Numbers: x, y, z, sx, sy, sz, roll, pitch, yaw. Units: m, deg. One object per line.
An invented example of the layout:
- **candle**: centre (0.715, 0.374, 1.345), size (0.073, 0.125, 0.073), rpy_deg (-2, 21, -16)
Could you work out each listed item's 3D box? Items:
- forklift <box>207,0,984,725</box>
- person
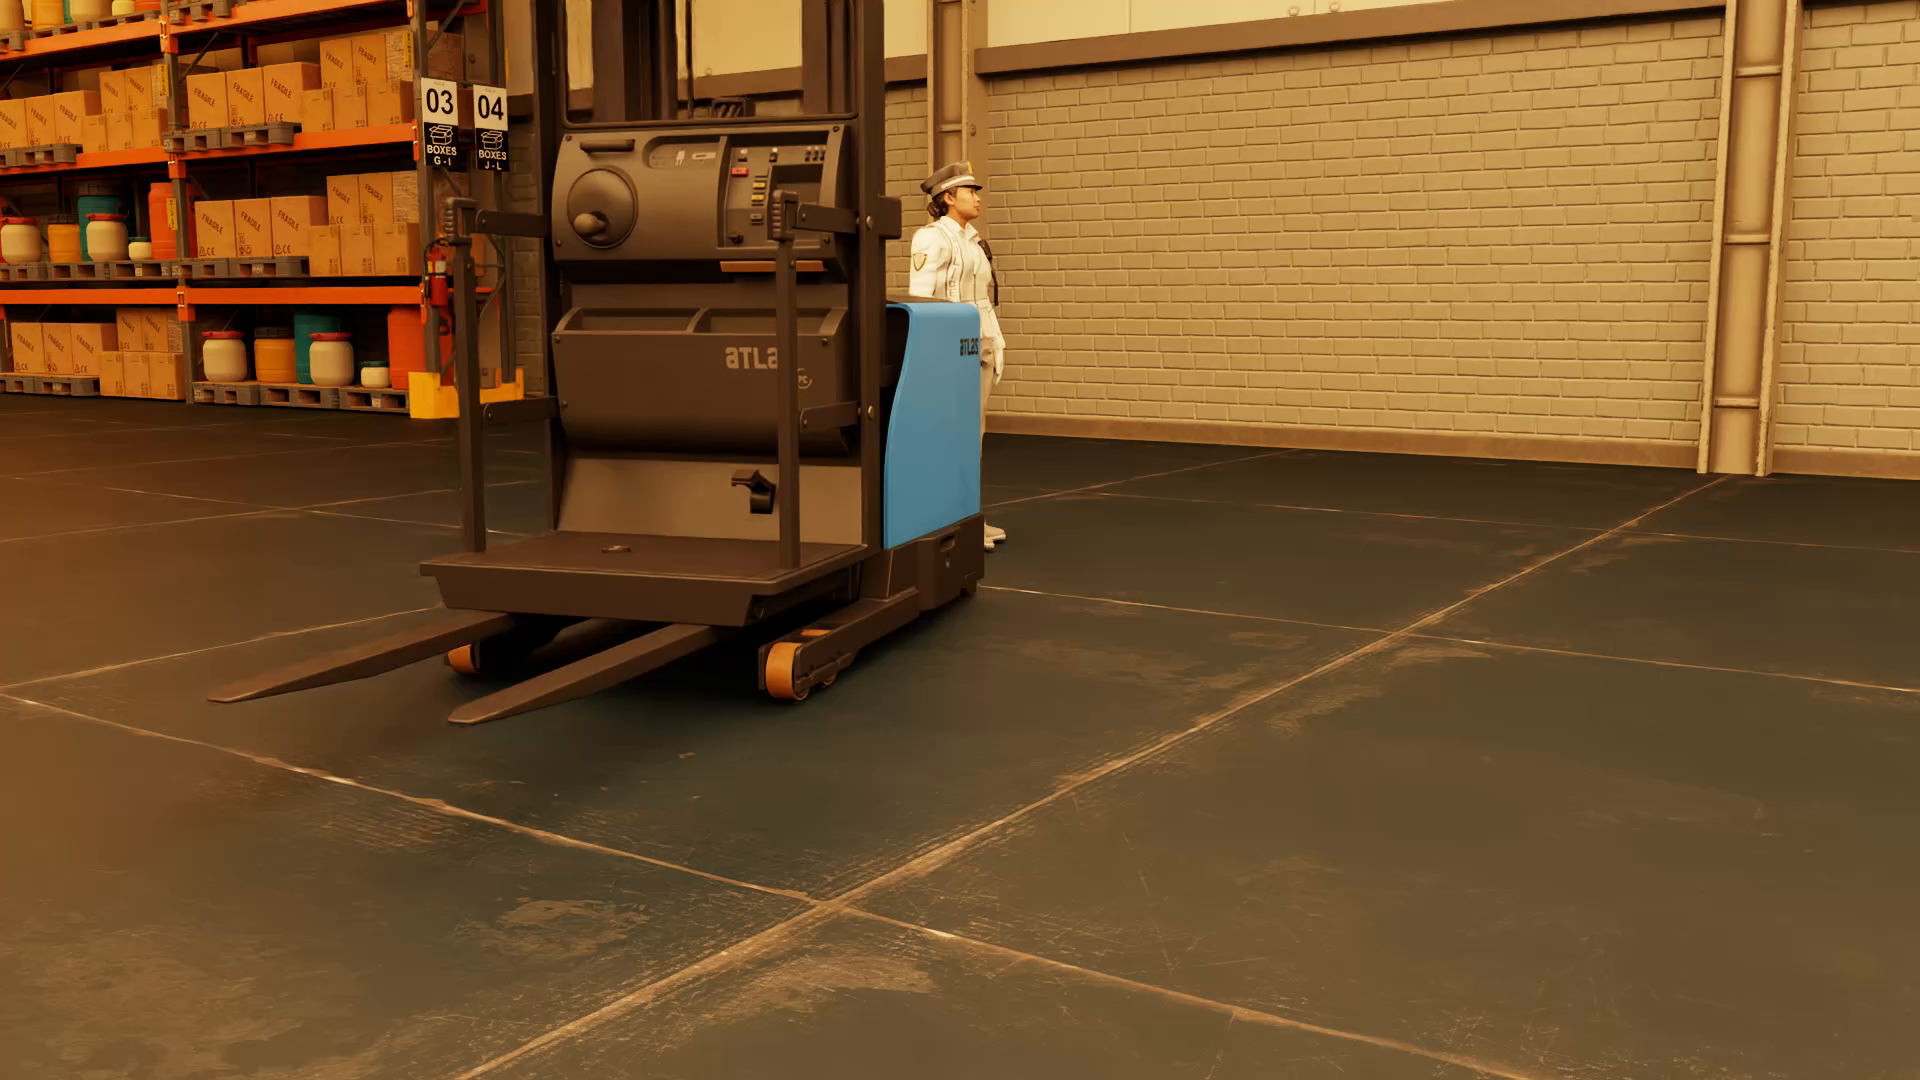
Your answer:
- **forklift**: centre (-0.849, -1.075, 4.750), size (1.130, 2.935, 3.031), rpy_deg (3, 9, 18)
- **person**: centre (0.052, -0.840, 7.441), size (0.534, 1.696, 0.587), rpy_deg (5, 10, 34)
